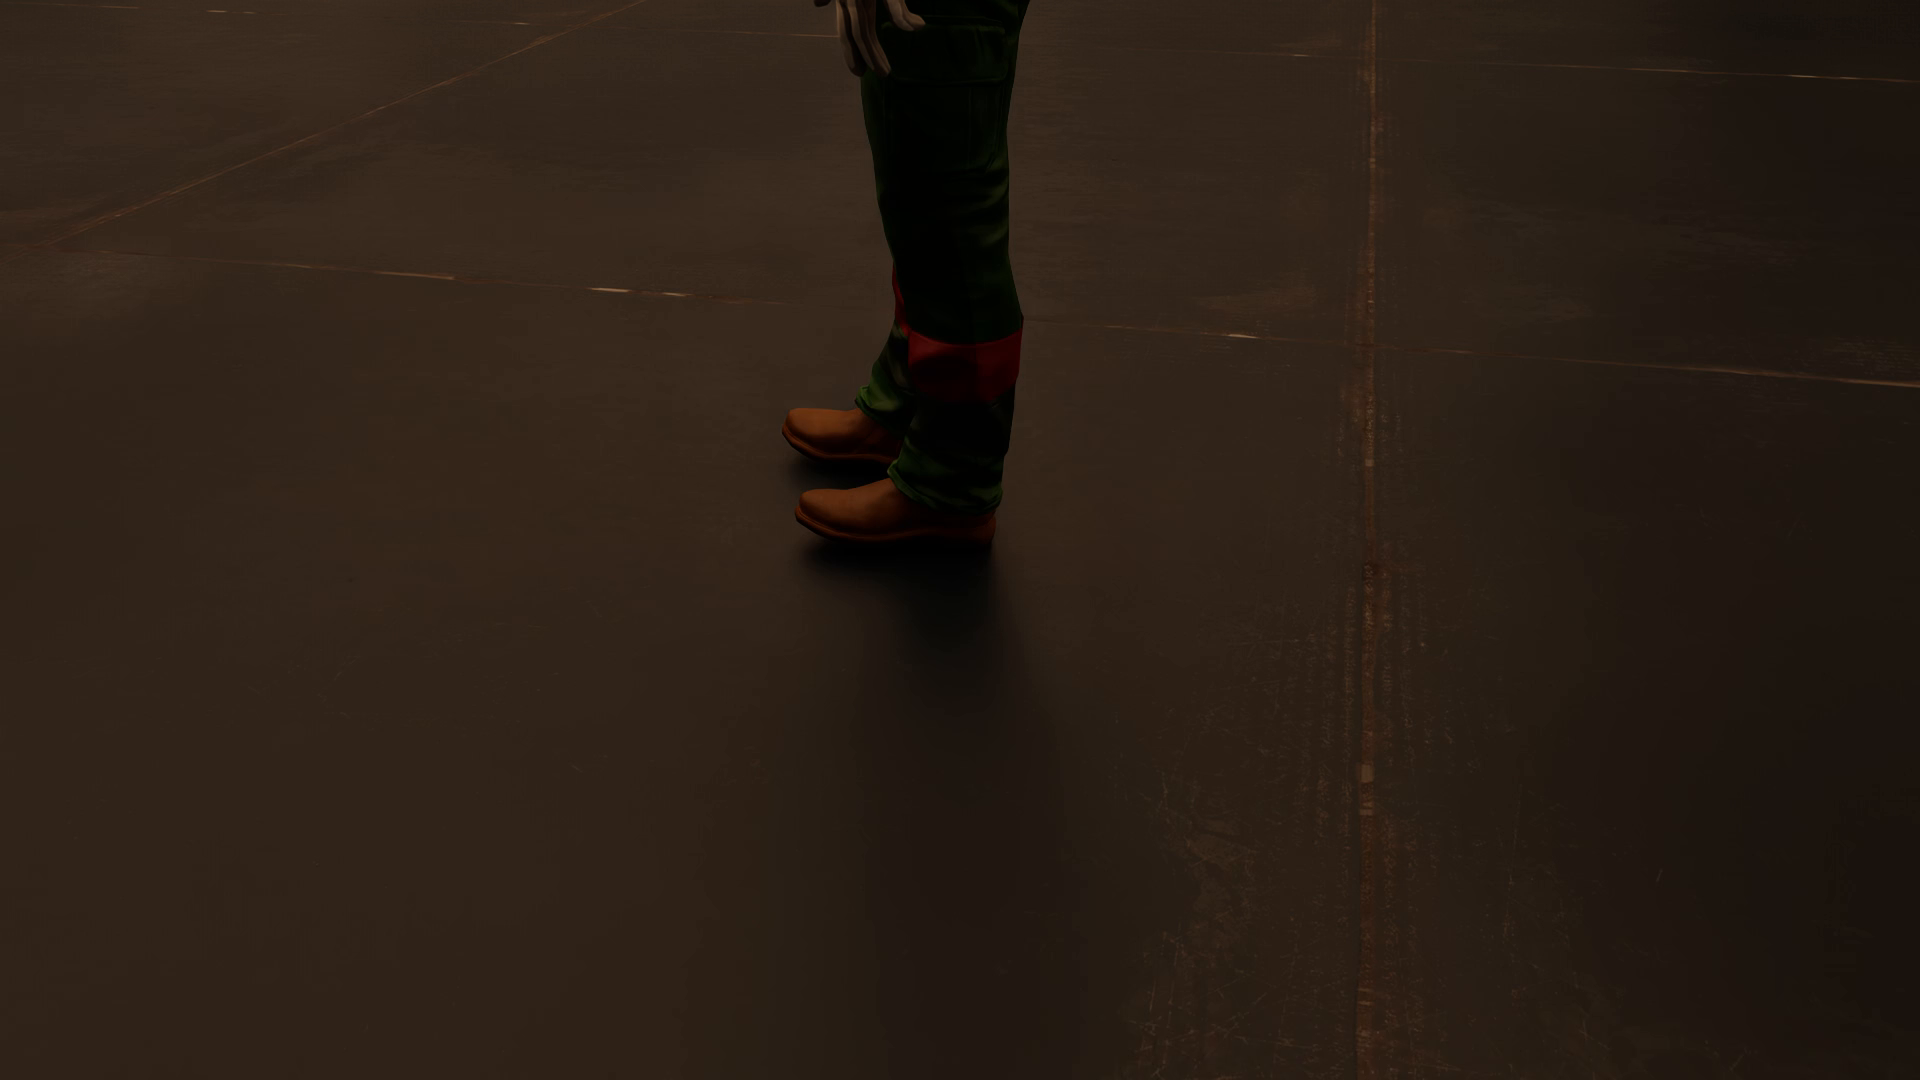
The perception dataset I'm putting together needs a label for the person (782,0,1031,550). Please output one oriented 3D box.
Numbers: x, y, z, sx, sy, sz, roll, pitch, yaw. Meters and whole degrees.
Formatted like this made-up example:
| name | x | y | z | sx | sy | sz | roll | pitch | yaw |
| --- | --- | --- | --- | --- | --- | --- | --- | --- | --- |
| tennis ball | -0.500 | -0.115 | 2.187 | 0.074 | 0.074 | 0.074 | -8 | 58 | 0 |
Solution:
| name | x | y | z | sx | sy | sz | roll | pitch | yaw |
| --- | --- | --- | --- | --- | --- | --- | --- | --- | --- |
| person | -0.075 | -0.819 | 2.120 | 0.564 | 1.787 | 0.637 | 6 | 27 | 11 |
